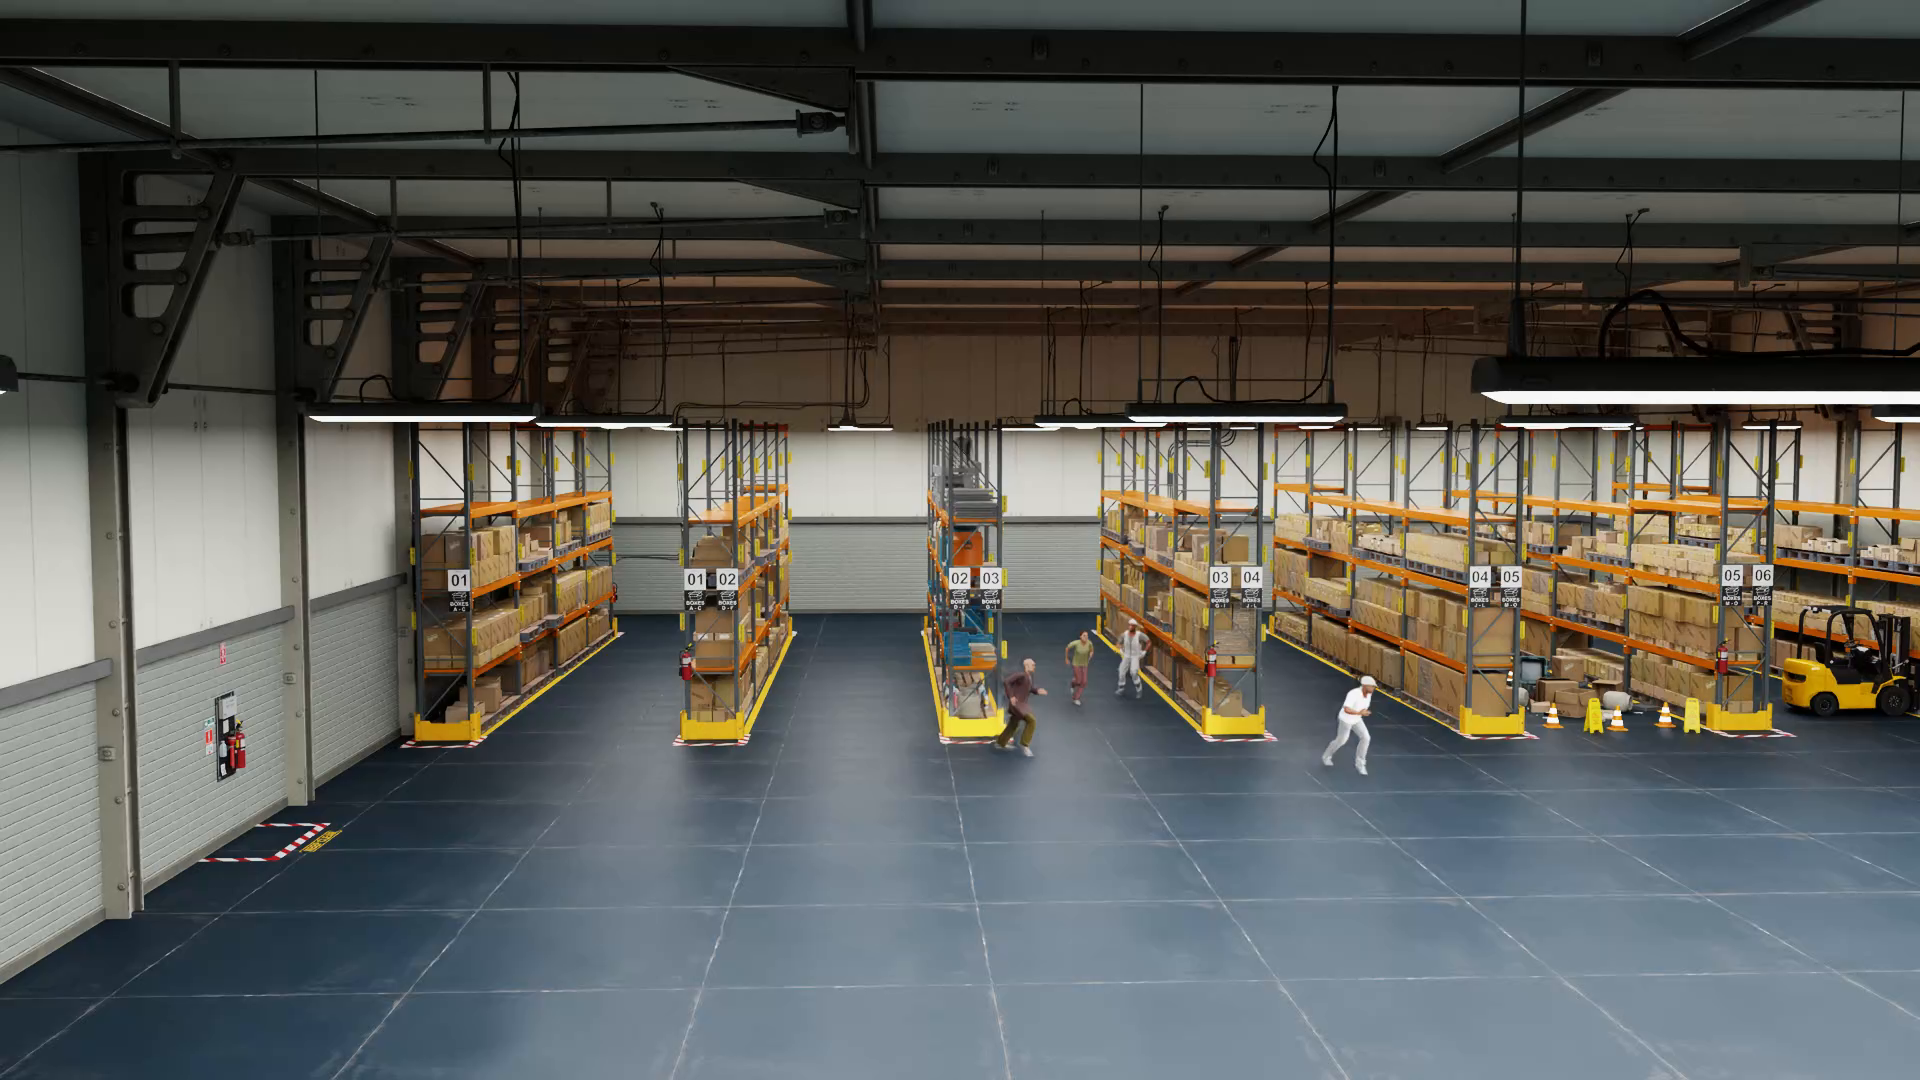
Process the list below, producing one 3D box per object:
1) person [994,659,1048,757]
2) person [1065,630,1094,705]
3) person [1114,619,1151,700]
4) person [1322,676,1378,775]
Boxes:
[{"bbox_3d":[1.042,2.981,29.606,0.982,1.764,0.741,1,4,22],"label":"person"},{"bbox_3d":[2.539,2.685,35.263,0.572,1.599,0.690,-2,4,-22],"label":"person"},{"bbox_3d":[3.700,2.562,35.946,0.829,1.730,0.684,1,4,21],"label":"person"},{"bbox_3d":[6.602,3.116,28.159,0.747,1.714,1.031,-4,5,-44],"label":"person"}]
